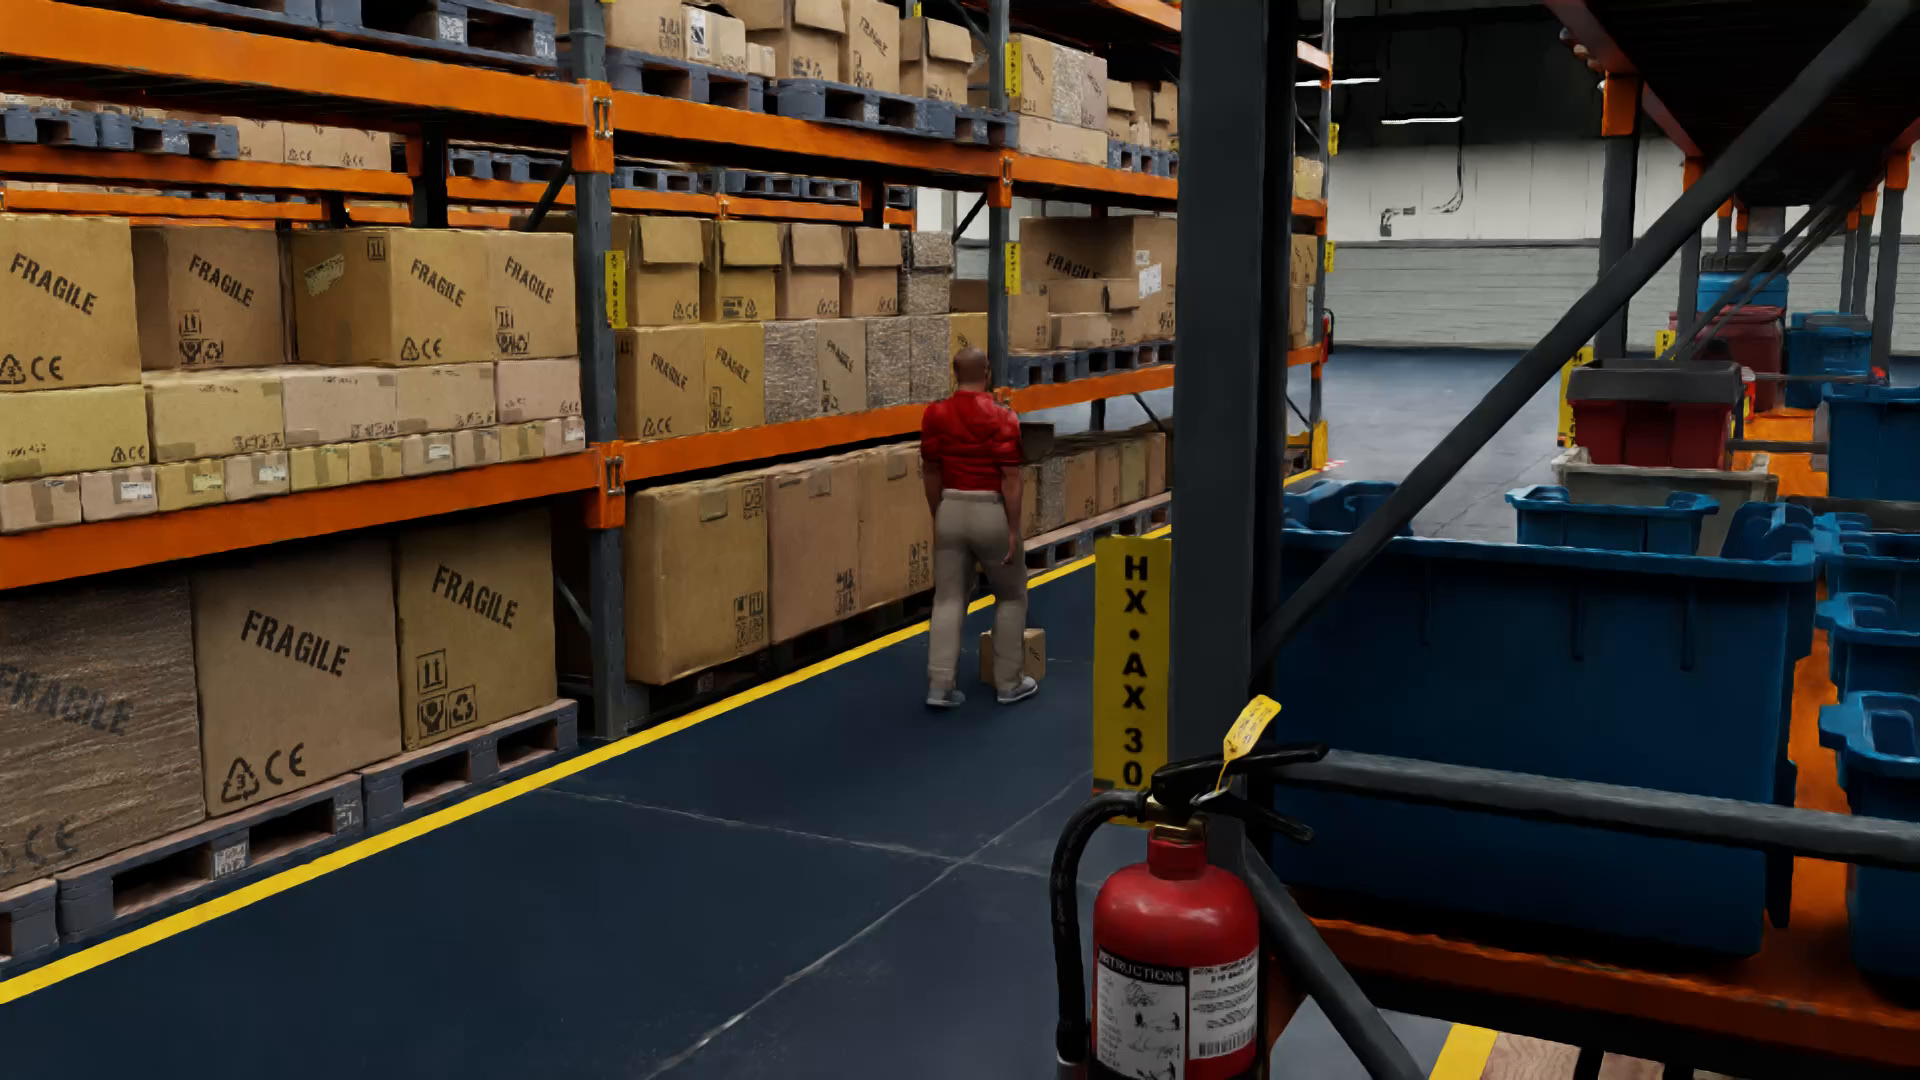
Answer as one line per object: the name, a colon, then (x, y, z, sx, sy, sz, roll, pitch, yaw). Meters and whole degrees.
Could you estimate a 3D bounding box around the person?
person: (0.086, -0.059, 7.918, 0.535, 1.734, 0.566, 4, 10, 25)
